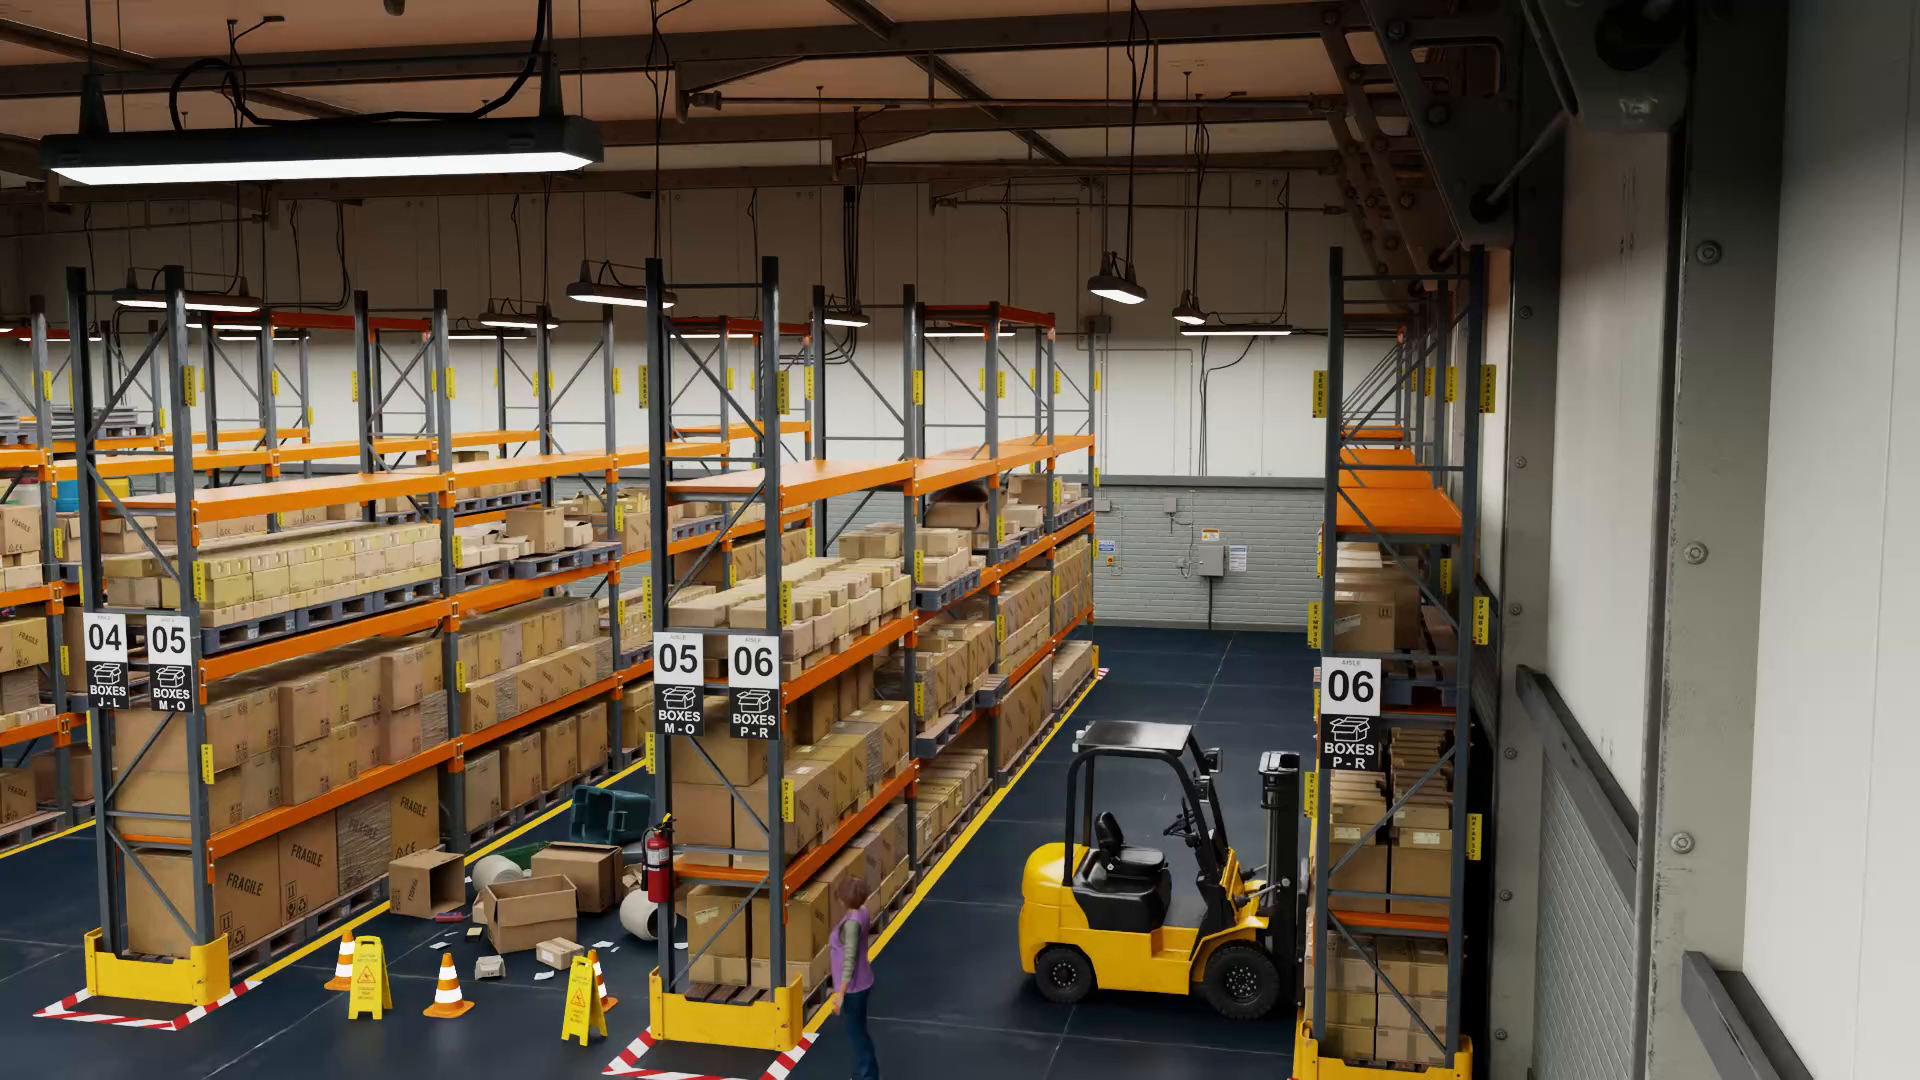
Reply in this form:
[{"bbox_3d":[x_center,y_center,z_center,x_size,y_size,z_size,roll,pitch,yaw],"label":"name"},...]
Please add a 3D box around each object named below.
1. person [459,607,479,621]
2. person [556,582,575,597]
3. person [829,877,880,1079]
[{"bbox_3d":[-7.227,1.786,24.772,0.717,1.723,1.128,2,6,16],"label":"person"},{"bbox_3d":[-7.911,1.026,33.106,0.586,1.617,0.514,2,6,20],"label":"person"},{"bbox_3d":[-0.748,3.186,11.805,0.355,1.622,0.476,0,6,1],"label":"person"}]
